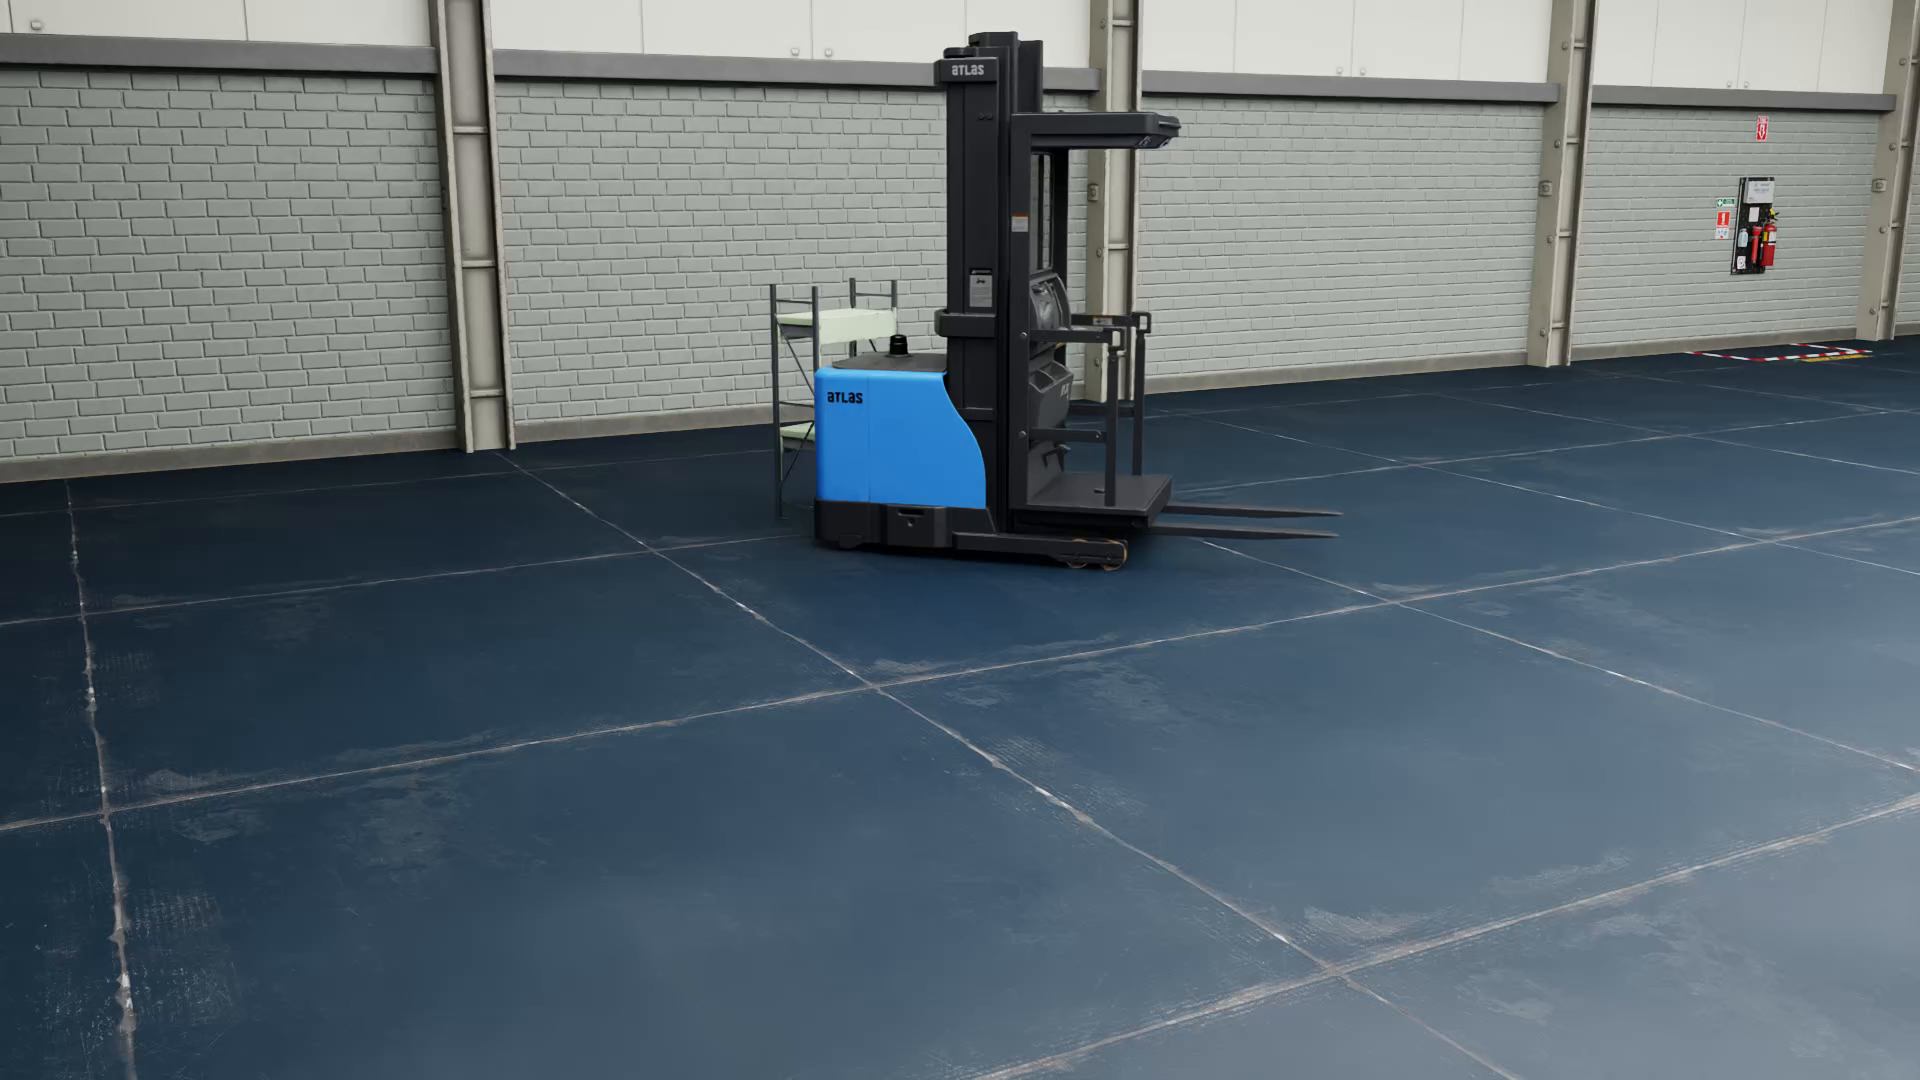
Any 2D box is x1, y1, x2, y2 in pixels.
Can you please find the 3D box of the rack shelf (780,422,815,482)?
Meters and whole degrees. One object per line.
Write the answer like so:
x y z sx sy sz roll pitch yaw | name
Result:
-0.796 -0.591 10.800 0.431 0.370 0.720 10 16 38 | rack shelf

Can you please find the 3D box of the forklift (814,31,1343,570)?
0.711 -1.389 9.606 3.031 2.935 1.130 3 13 14 | forklift

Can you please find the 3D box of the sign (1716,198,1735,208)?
9.272 -4.083 20.131 0.331 0.109 0.001 -7 14 -28 | sign

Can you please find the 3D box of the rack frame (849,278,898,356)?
-0.565 -0.971 11.006 0.400 1.500 0.023 10 16 38 | rack frame

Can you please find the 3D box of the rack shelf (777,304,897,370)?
-0.798 -1.290 10.644 0.431 0.370 0.720 10 16 38 | rack shelf

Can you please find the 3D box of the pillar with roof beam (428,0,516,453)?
-1.750 -4.303 8.732 0.400 9.000 9.100 -7 14 -28 | pillar with roof beam

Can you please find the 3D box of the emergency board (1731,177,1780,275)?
9.799 -3.846 20.369 0.643 1.169 0.194 -7 14 -28 | emergency board

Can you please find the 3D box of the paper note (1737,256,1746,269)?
9.610 -3.411 20.442 0.142 0.148 0.016 -7 14 -28 | paper note

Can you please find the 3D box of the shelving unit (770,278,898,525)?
-0.797 -0.909 10.729 0.431 1.500 0.755 10 16 38 | shelving unit

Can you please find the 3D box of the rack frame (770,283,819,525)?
-1.028 -0.847 10.453 0.400 1.500 0.023 10 16 38 | rack frame

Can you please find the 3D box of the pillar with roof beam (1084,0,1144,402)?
3.516 -4.934 11.537 0.400 9.000 9.100 -7 14 -28 | pillar with roof beam

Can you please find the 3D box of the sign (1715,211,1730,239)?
9.264 -3.826 20.194 0.234 0.329 0.001 -7 14 -28 | sign

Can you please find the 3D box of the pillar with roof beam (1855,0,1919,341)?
14.049 -6.196 17.146 0.400 9.000 9.100 -7 14 -28 | pillar with roof beam

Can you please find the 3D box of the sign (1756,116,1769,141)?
9.744 -4.996 20.196 0.199 0.298 0.001 -7 14 -28 | sign

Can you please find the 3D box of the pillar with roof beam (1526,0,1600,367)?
8.783 -5.565 14.341 0.400 9.000 9.100 -7 14 -28 | pillar with roof beam
